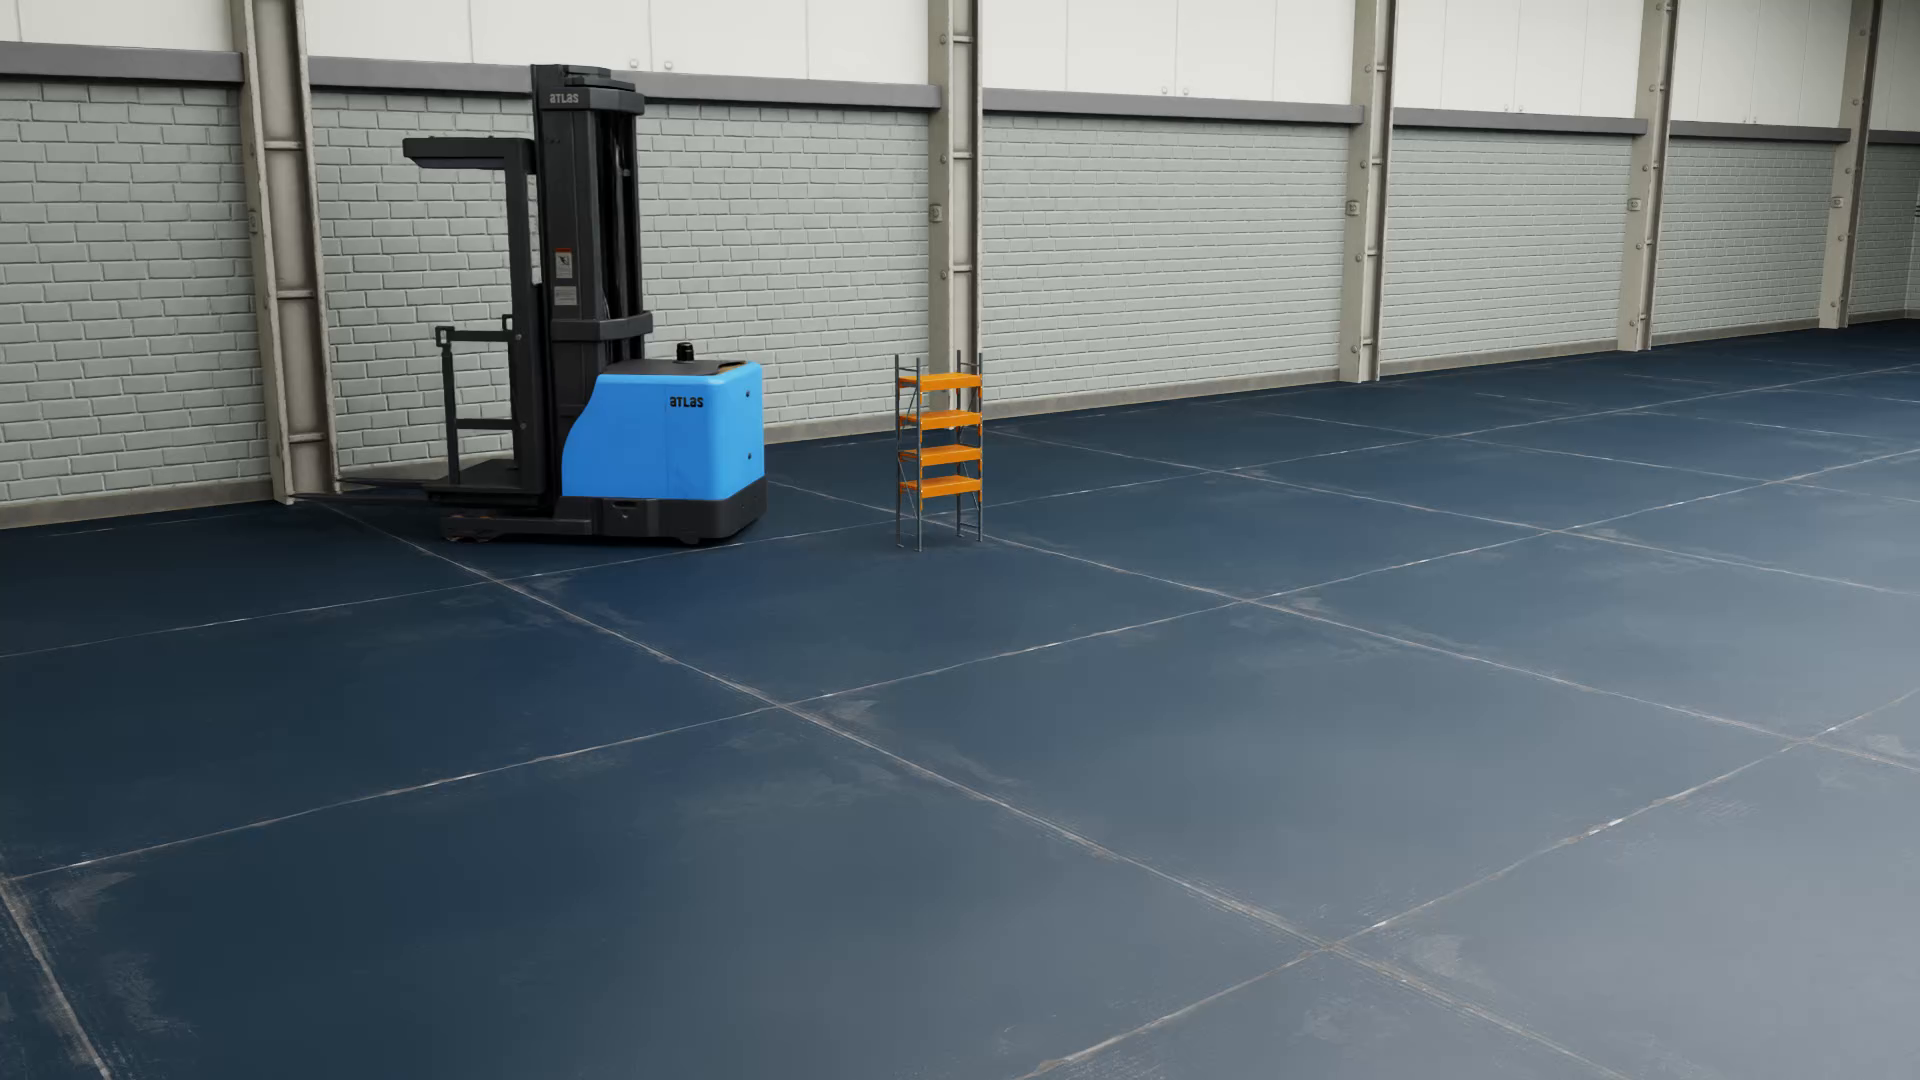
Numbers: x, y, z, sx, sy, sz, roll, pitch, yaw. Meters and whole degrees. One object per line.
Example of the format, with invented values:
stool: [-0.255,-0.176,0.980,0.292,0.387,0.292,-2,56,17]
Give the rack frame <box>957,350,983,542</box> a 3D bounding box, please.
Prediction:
rack frame: [0.061,-0.597,10.552,0.015,1.200,0.240,-9,15,-38]

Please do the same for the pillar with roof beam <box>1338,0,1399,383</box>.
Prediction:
pillar with roof beam: [7.332,-5.563,15.161,0.400,9.000,9.100,-9,15,-38]

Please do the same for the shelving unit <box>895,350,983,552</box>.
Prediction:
shelving unit: [-0.129,-0.565,10.403,0.503,1.200,0.258,-9,15,-38]

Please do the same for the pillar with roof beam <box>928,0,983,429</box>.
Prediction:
pillar with roof beam: [2.647,-4.784,11.495,0.400,9.000,9.100,-9,15,-38]

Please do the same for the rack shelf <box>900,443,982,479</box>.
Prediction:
rack shelf: [-0.129,-0.500,10.417,0.480,0.148,0.258,-9,15,-38]

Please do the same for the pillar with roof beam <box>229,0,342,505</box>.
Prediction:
pillar with roof beam: [-2.039,-4.006,7.828,0.400,9.000,9.100,-9,15,-38]

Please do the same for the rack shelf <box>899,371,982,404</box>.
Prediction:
rack shelf: [-0.129,-0.950,10.321,0.480,0.148,0.258,-9,15,-38]

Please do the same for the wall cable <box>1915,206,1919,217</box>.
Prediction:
wall cable: [17.139,-6.467,26.895,0.112,2.526,3.097,-9,15,-38]

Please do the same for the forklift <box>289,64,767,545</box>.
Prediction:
forklift: [-2.864,-1.525,10.754,3.031,2.935,1.130,2,12,9]

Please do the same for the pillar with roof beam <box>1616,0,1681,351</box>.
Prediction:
pillar with roof beam: [12.017,-6.341,18.828,0.400,9.000,9.100,-9,15,-38]

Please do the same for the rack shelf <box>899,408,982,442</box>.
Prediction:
rack shelf: [-0.129,-0.718,10.370,0.480,0.148,0.258,-9,15,-38]

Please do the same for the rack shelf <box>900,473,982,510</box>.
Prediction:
rack shelf: [-0.129,-0.305,10.458,0.480,0.148,0.258,-9,15,-38]

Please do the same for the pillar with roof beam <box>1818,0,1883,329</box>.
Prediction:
pillar with roof beam: [16.702,-7.120,22.494,0.400,9.000,9.100,-9,15,-38]

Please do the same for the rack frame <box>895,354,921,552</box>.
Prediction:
rack frame: [-0.320,-0.534,10.254,0.015,1.200,0.240,-9,15,-38]
